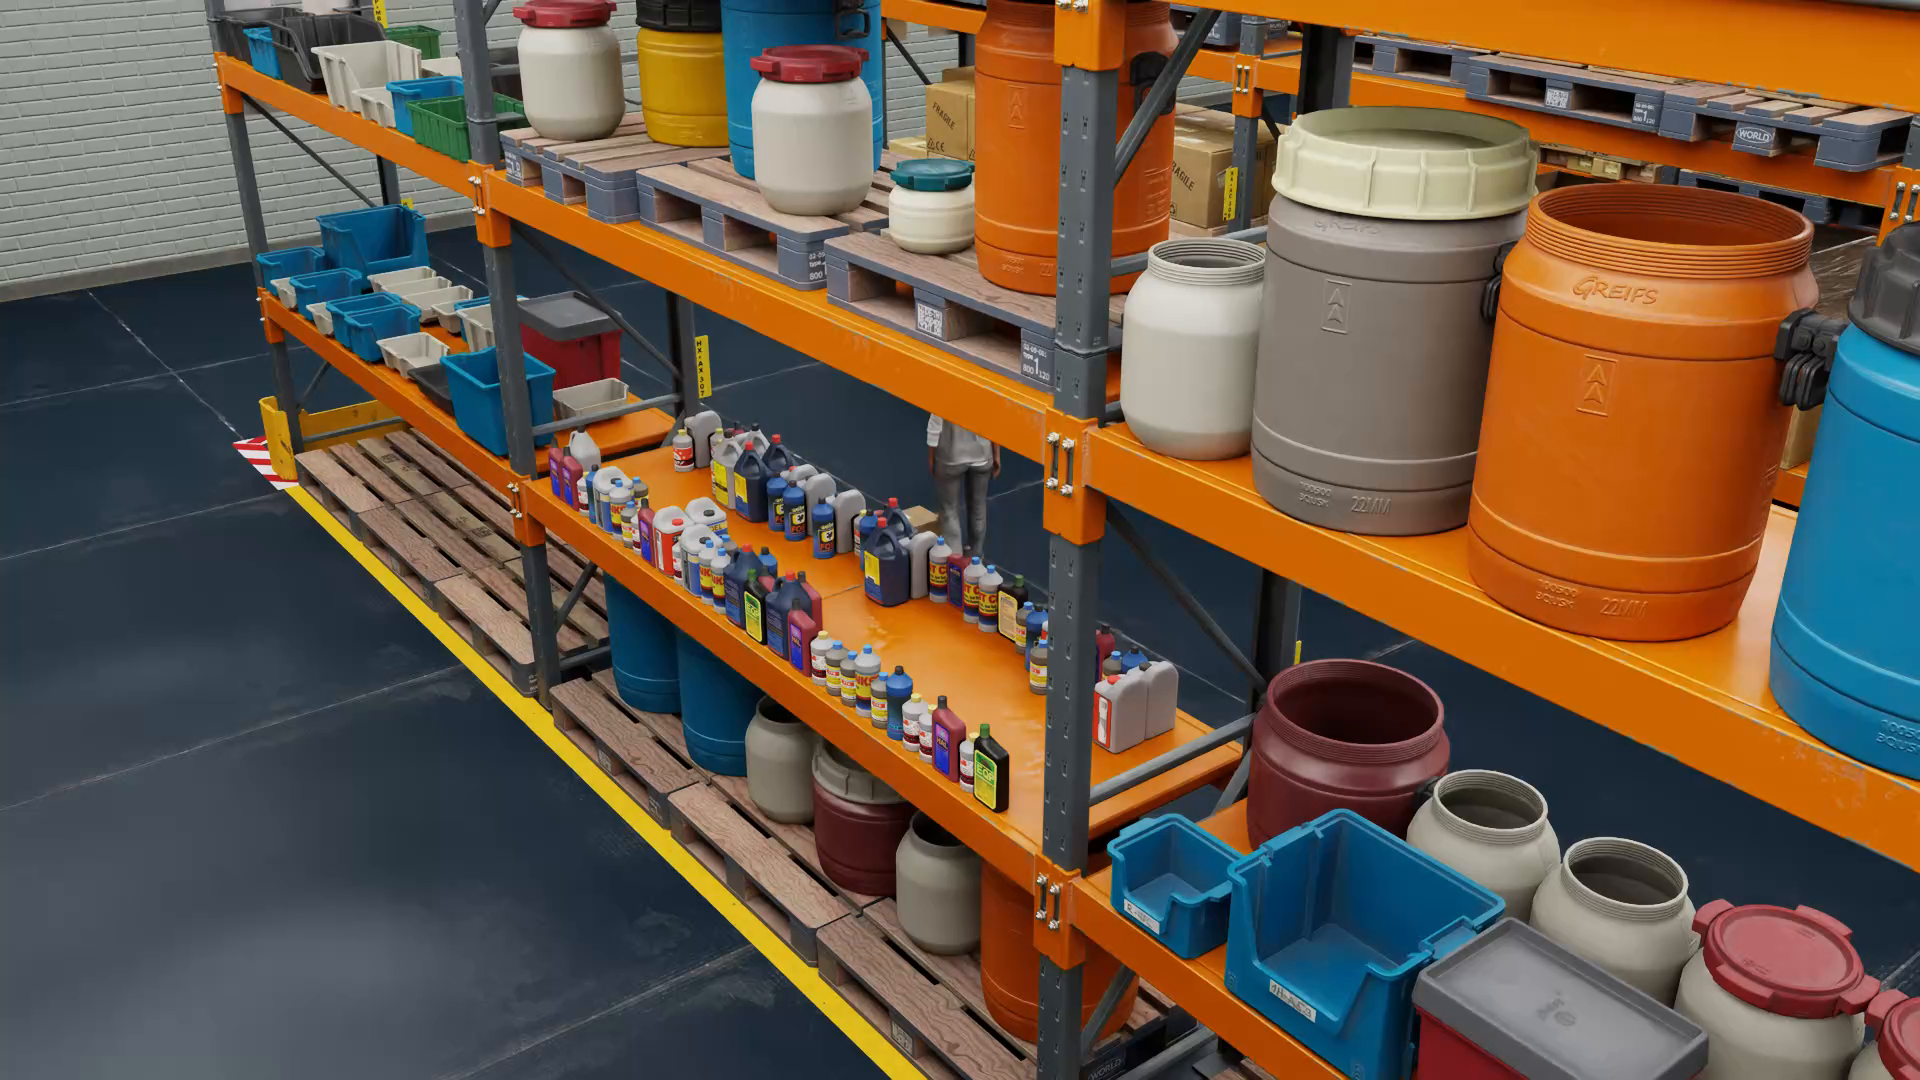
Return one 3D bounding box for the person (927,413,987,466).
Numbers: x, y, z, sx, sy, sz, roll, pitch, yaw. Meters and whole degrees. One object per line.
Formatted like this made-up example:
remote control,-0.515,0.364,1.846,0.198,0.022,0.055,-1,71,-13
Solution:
person,0.015,-0.717,9.491,0.427,0.541,0.266,-6,26,-13
